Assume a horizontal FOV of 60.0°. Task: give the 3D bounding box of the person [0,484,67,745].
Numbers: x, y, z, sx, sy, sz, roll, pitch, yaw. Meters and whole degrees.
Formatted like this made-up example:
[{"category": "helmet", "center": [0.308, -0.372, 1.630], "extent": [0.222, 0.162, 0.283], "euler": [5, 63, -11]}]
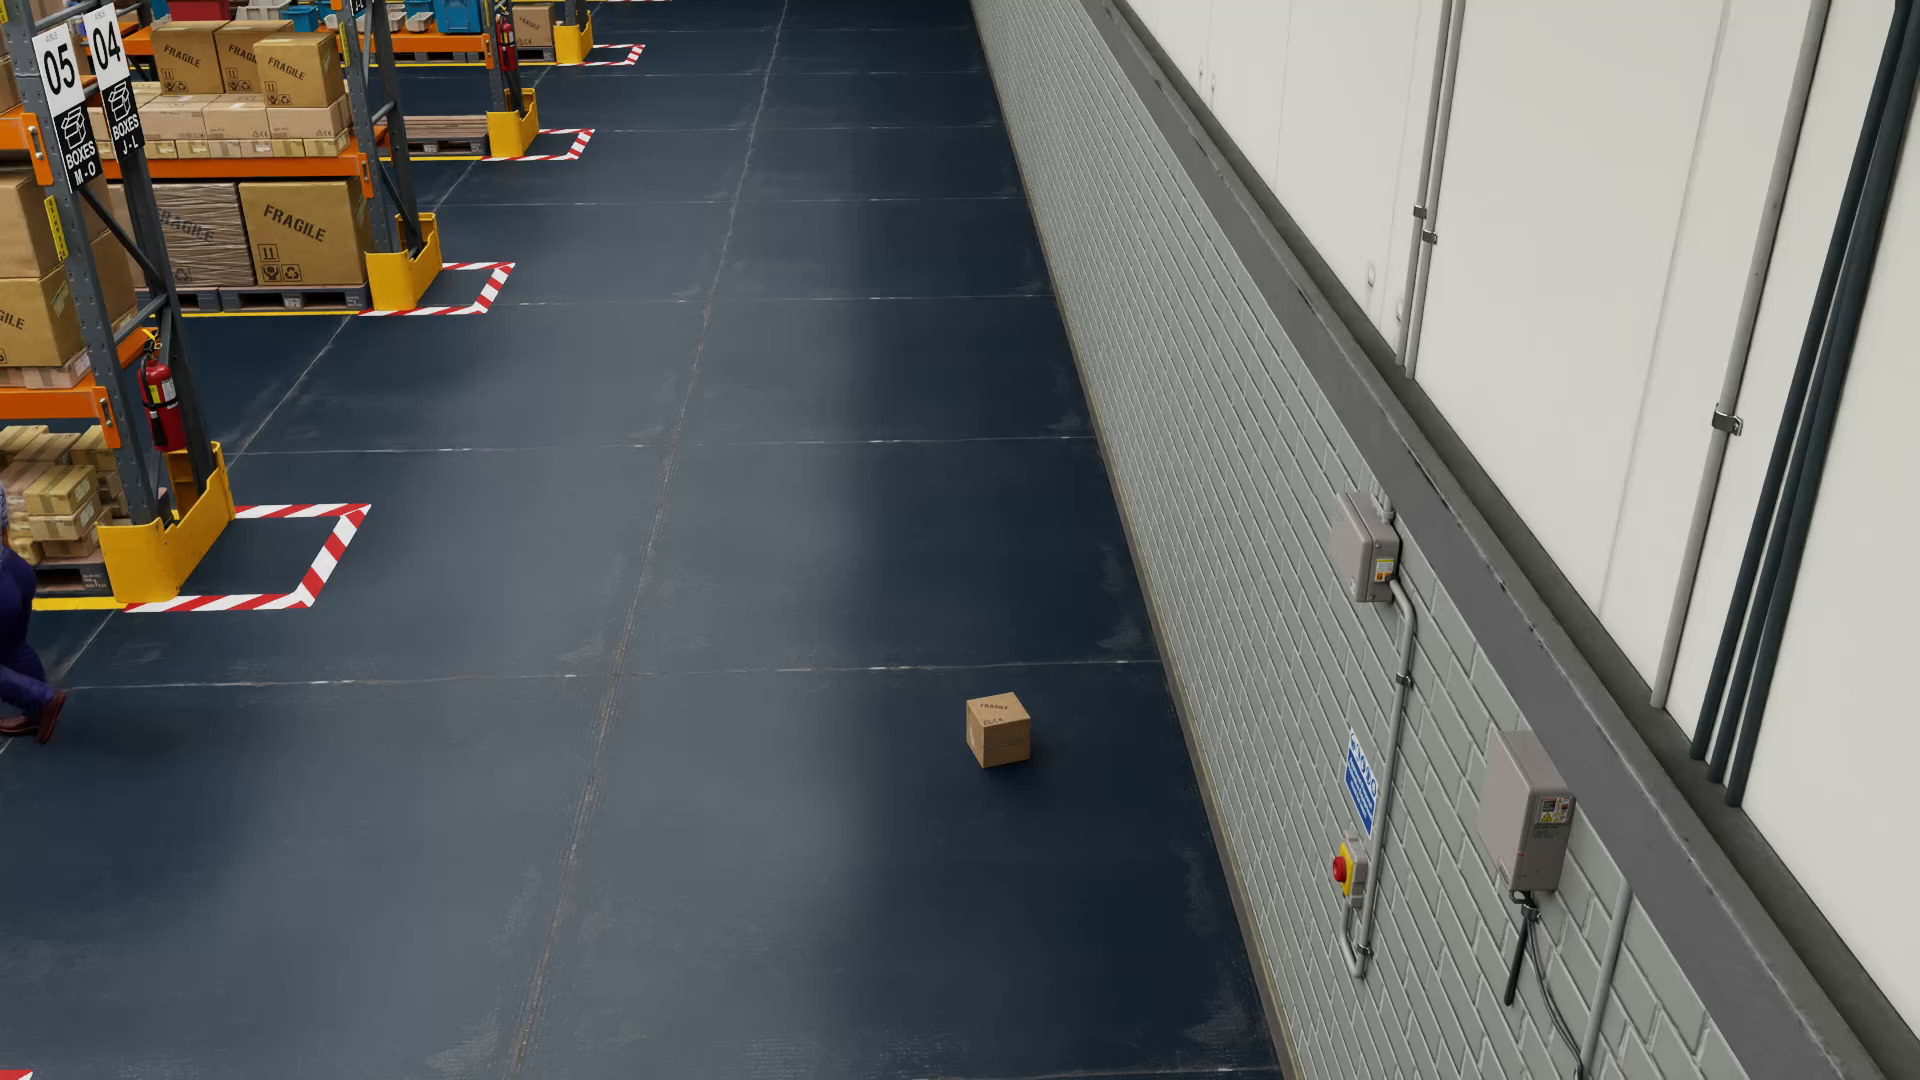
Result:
[{"category": "person", "center": [-4.706, 0.268, 8.079], "extent": [0.473, 1.643, 0.491], "euler": [-3, 28, -5]}]
